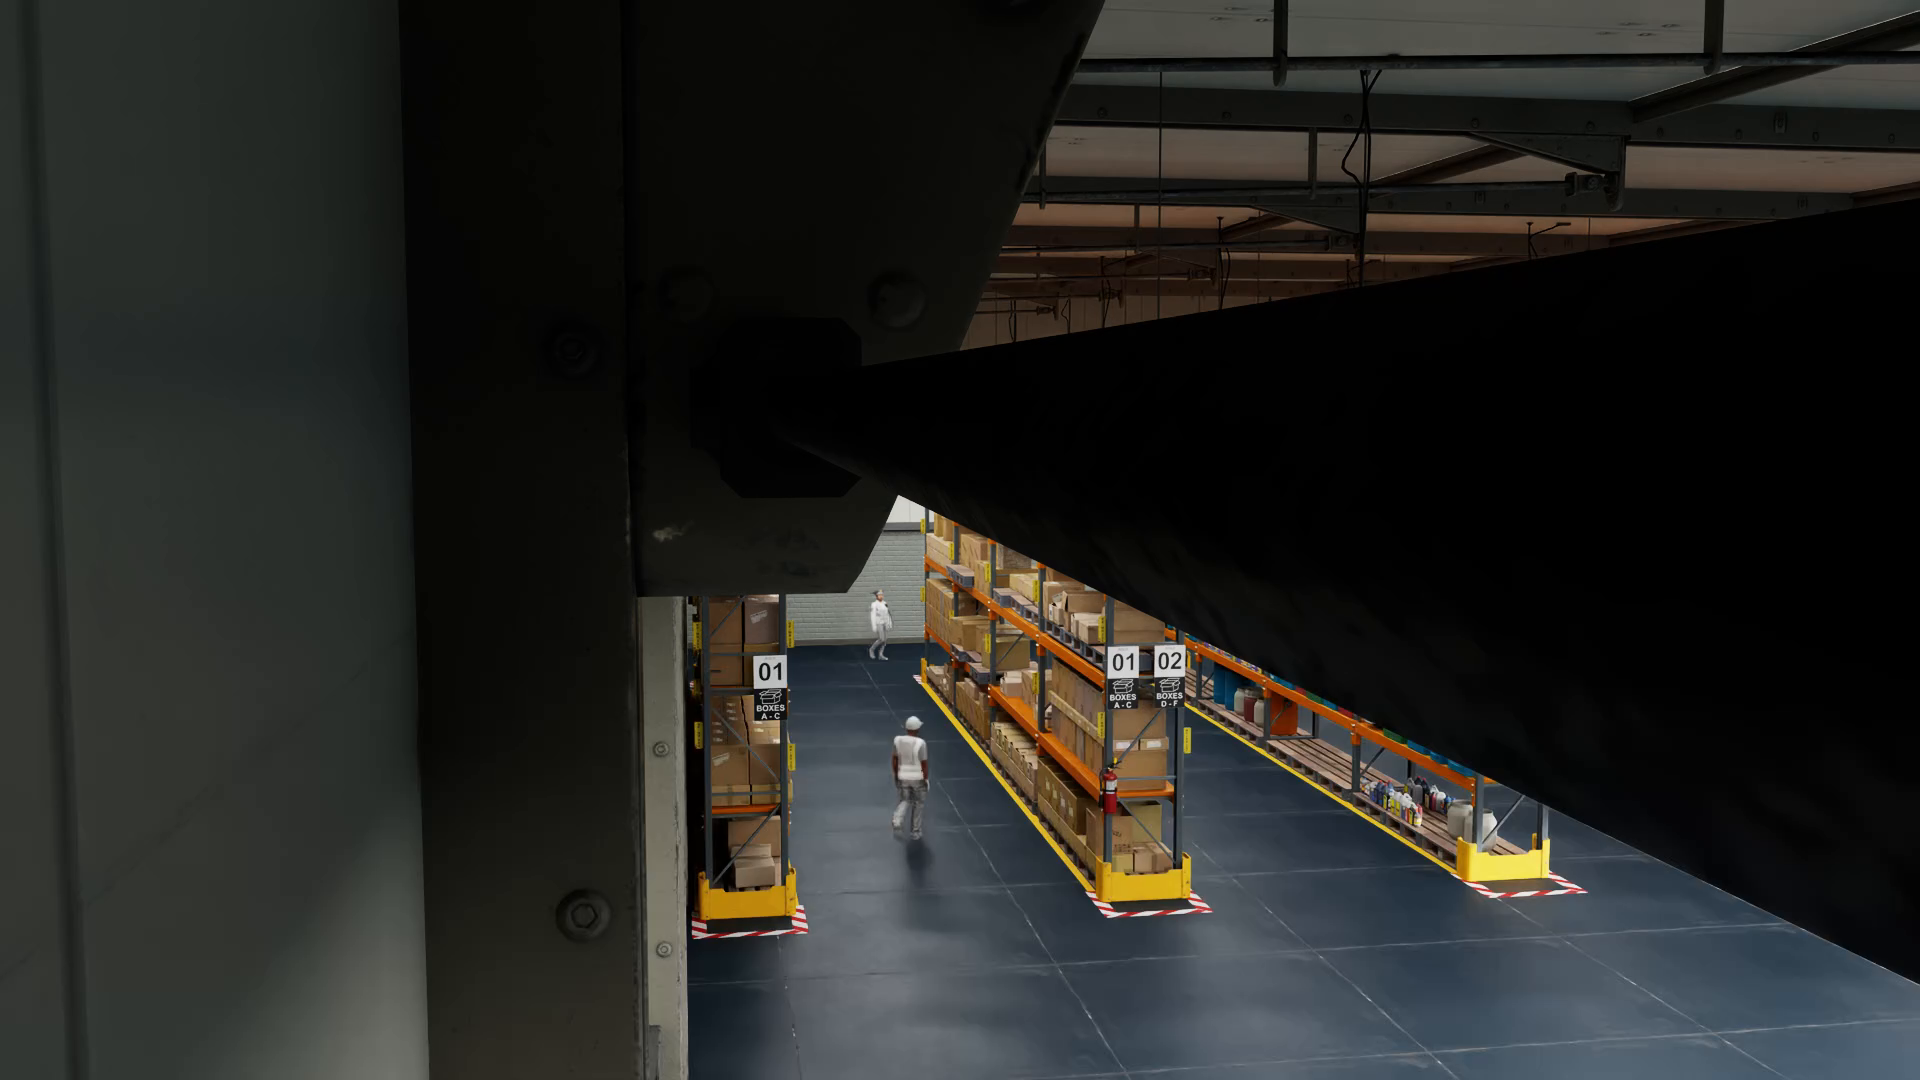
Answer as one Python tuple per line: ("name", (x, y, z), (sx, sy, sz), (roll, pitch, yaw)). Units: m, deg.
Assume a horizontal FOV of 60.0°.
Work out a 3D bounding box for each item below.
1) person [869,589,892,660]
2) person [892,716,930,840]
("person", (-1.875, 2.003, 39.412), (0.459, 1.689, 0.490), (3, 6, 33))
("person", (-0.708, 3.369, 23.454), (0.566, 1.776, 0.670), (2, 6, 24))
